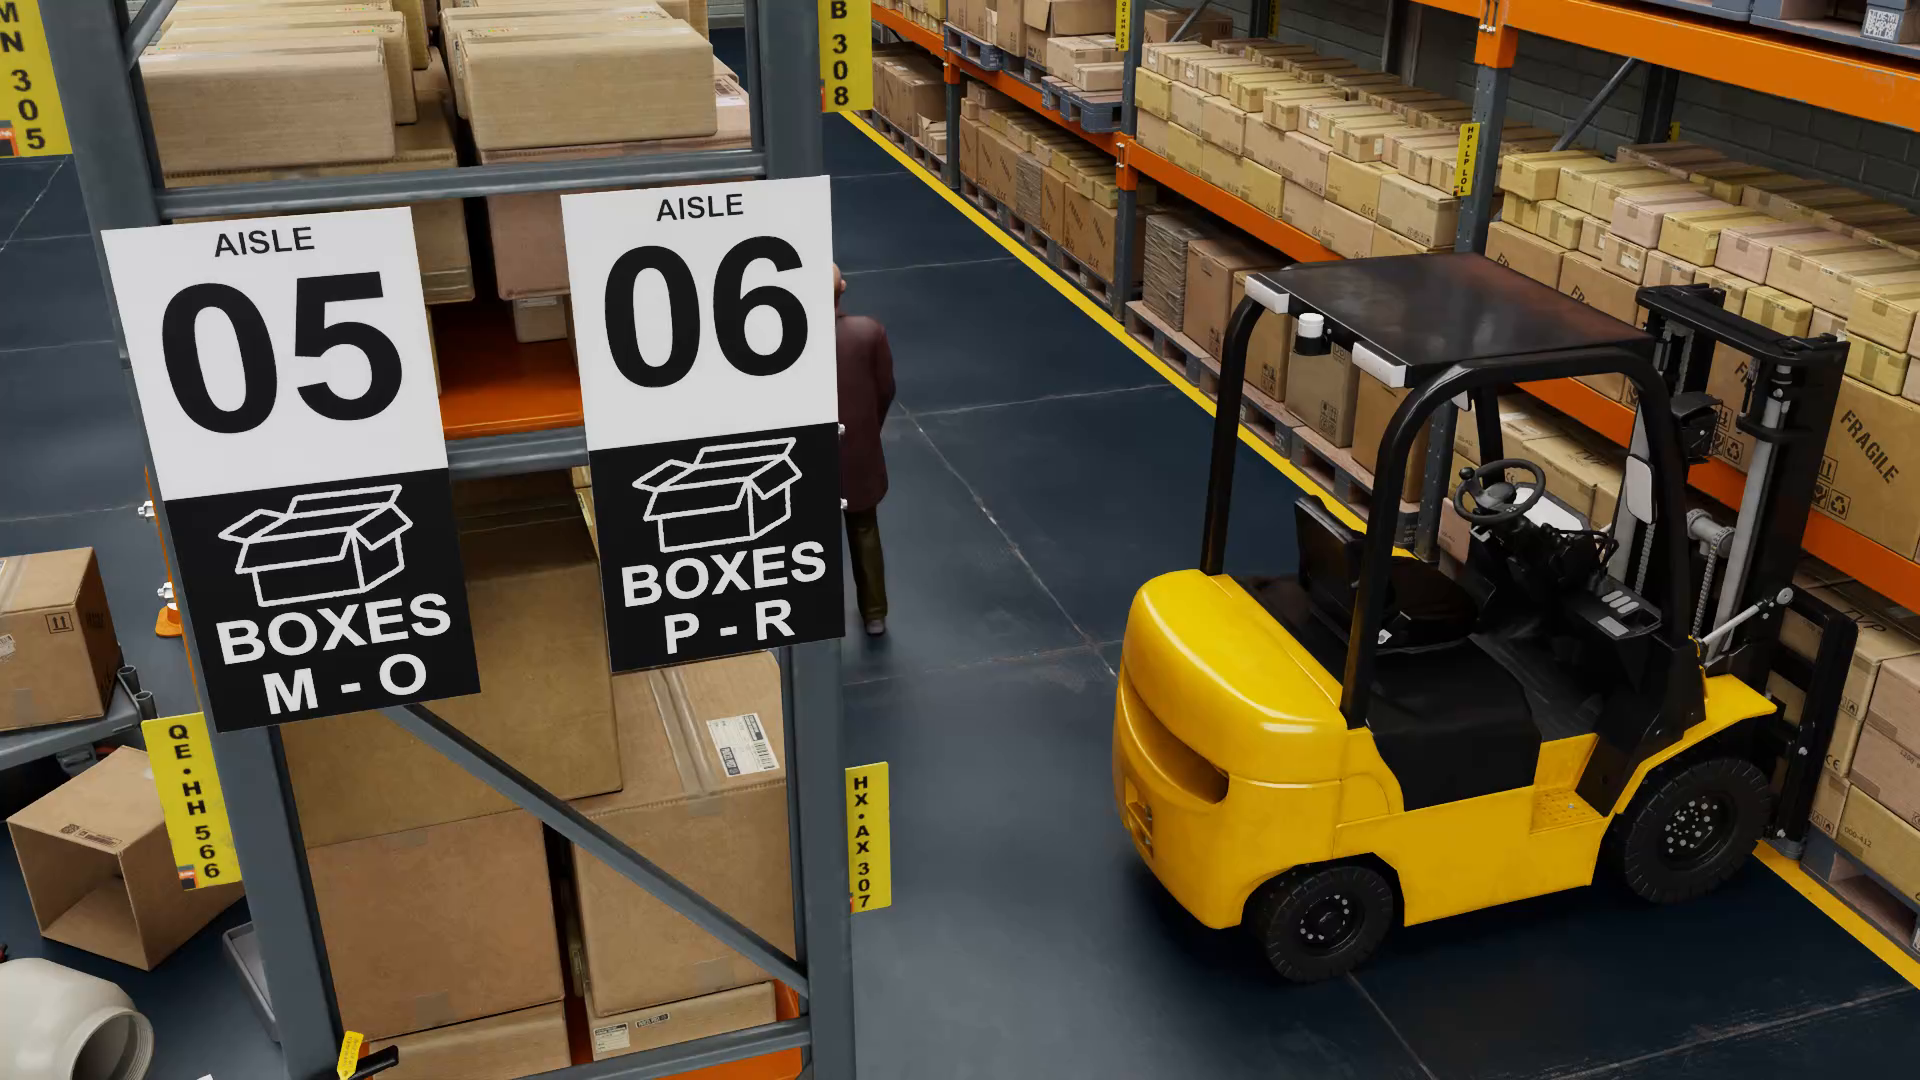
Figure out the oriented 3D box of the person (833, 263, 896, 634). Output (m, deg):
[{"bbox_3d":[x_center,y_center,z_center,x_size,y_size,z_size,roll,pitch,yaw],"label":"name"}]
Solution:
[{"bbox_3d":[-0.580,-0.394,7.432,0.583,1.780,0.424,-9,27,-18],"label":"person"}]
